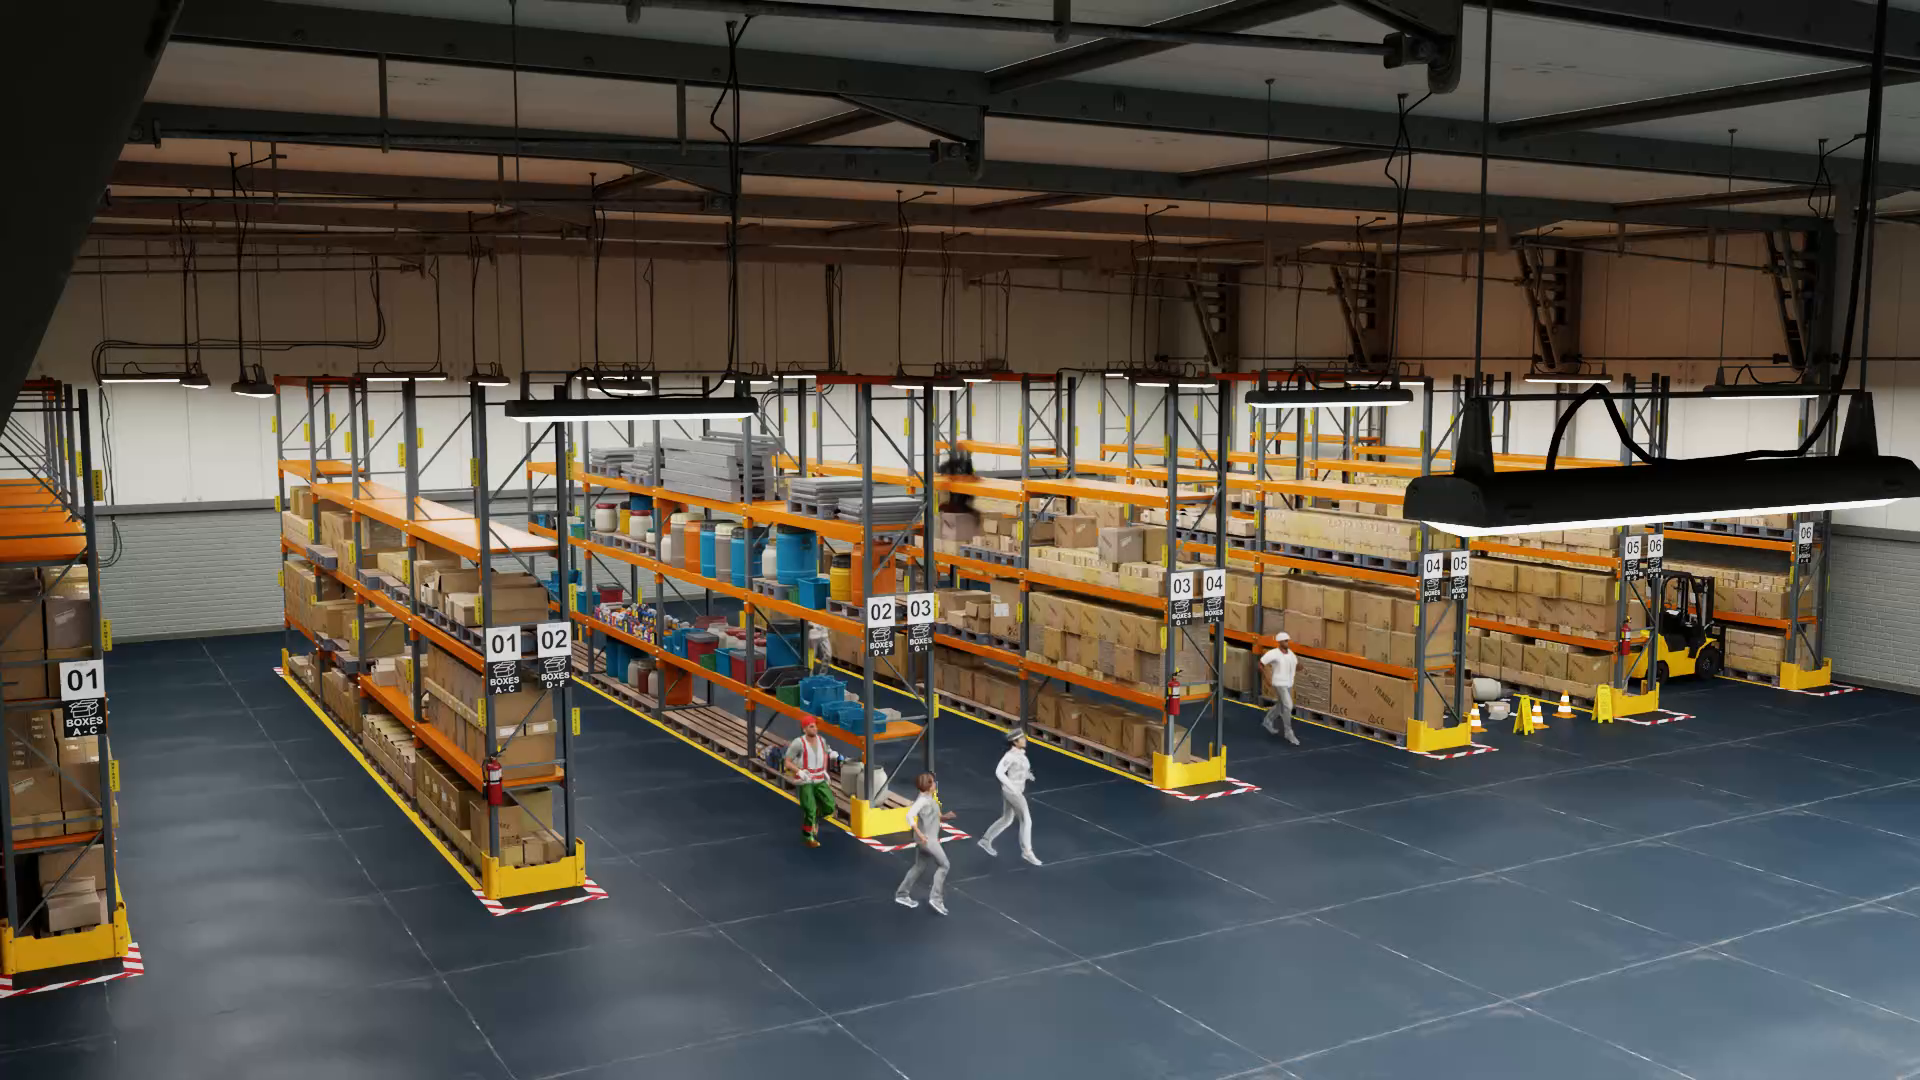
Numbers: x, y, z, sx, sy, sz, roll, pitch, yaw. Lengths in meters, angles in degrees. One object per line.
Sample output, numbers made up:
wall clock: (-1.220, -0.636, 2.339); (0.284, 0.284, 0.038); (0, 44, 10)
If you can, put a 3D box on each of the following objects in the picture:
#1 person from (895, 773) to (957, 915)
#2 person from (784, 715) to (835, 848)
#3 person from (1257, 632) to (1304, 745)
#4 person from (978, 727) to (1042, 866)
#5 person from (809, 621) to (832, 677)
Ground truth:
person: (-0.384, 3.472, 18.966); (0.706, 1.625, 0.505); (-1, 6, -7)
person: (-1.929, 3.129, 21.505); (0.691, 1.744, 0.577); (-5, 8, -40)
person: (5.348, 2.422, 27.568); (0.682, 1.803, 0.879); (-6, 8, -43)
person: (0.634, 3.197, 20.927); (0.821, 1.740, 0.630); (1, 6, 7)
person: (-2.602, 1.847, 30.626); (0.653, 1.864, 0.707); (-5, 8, -36)
